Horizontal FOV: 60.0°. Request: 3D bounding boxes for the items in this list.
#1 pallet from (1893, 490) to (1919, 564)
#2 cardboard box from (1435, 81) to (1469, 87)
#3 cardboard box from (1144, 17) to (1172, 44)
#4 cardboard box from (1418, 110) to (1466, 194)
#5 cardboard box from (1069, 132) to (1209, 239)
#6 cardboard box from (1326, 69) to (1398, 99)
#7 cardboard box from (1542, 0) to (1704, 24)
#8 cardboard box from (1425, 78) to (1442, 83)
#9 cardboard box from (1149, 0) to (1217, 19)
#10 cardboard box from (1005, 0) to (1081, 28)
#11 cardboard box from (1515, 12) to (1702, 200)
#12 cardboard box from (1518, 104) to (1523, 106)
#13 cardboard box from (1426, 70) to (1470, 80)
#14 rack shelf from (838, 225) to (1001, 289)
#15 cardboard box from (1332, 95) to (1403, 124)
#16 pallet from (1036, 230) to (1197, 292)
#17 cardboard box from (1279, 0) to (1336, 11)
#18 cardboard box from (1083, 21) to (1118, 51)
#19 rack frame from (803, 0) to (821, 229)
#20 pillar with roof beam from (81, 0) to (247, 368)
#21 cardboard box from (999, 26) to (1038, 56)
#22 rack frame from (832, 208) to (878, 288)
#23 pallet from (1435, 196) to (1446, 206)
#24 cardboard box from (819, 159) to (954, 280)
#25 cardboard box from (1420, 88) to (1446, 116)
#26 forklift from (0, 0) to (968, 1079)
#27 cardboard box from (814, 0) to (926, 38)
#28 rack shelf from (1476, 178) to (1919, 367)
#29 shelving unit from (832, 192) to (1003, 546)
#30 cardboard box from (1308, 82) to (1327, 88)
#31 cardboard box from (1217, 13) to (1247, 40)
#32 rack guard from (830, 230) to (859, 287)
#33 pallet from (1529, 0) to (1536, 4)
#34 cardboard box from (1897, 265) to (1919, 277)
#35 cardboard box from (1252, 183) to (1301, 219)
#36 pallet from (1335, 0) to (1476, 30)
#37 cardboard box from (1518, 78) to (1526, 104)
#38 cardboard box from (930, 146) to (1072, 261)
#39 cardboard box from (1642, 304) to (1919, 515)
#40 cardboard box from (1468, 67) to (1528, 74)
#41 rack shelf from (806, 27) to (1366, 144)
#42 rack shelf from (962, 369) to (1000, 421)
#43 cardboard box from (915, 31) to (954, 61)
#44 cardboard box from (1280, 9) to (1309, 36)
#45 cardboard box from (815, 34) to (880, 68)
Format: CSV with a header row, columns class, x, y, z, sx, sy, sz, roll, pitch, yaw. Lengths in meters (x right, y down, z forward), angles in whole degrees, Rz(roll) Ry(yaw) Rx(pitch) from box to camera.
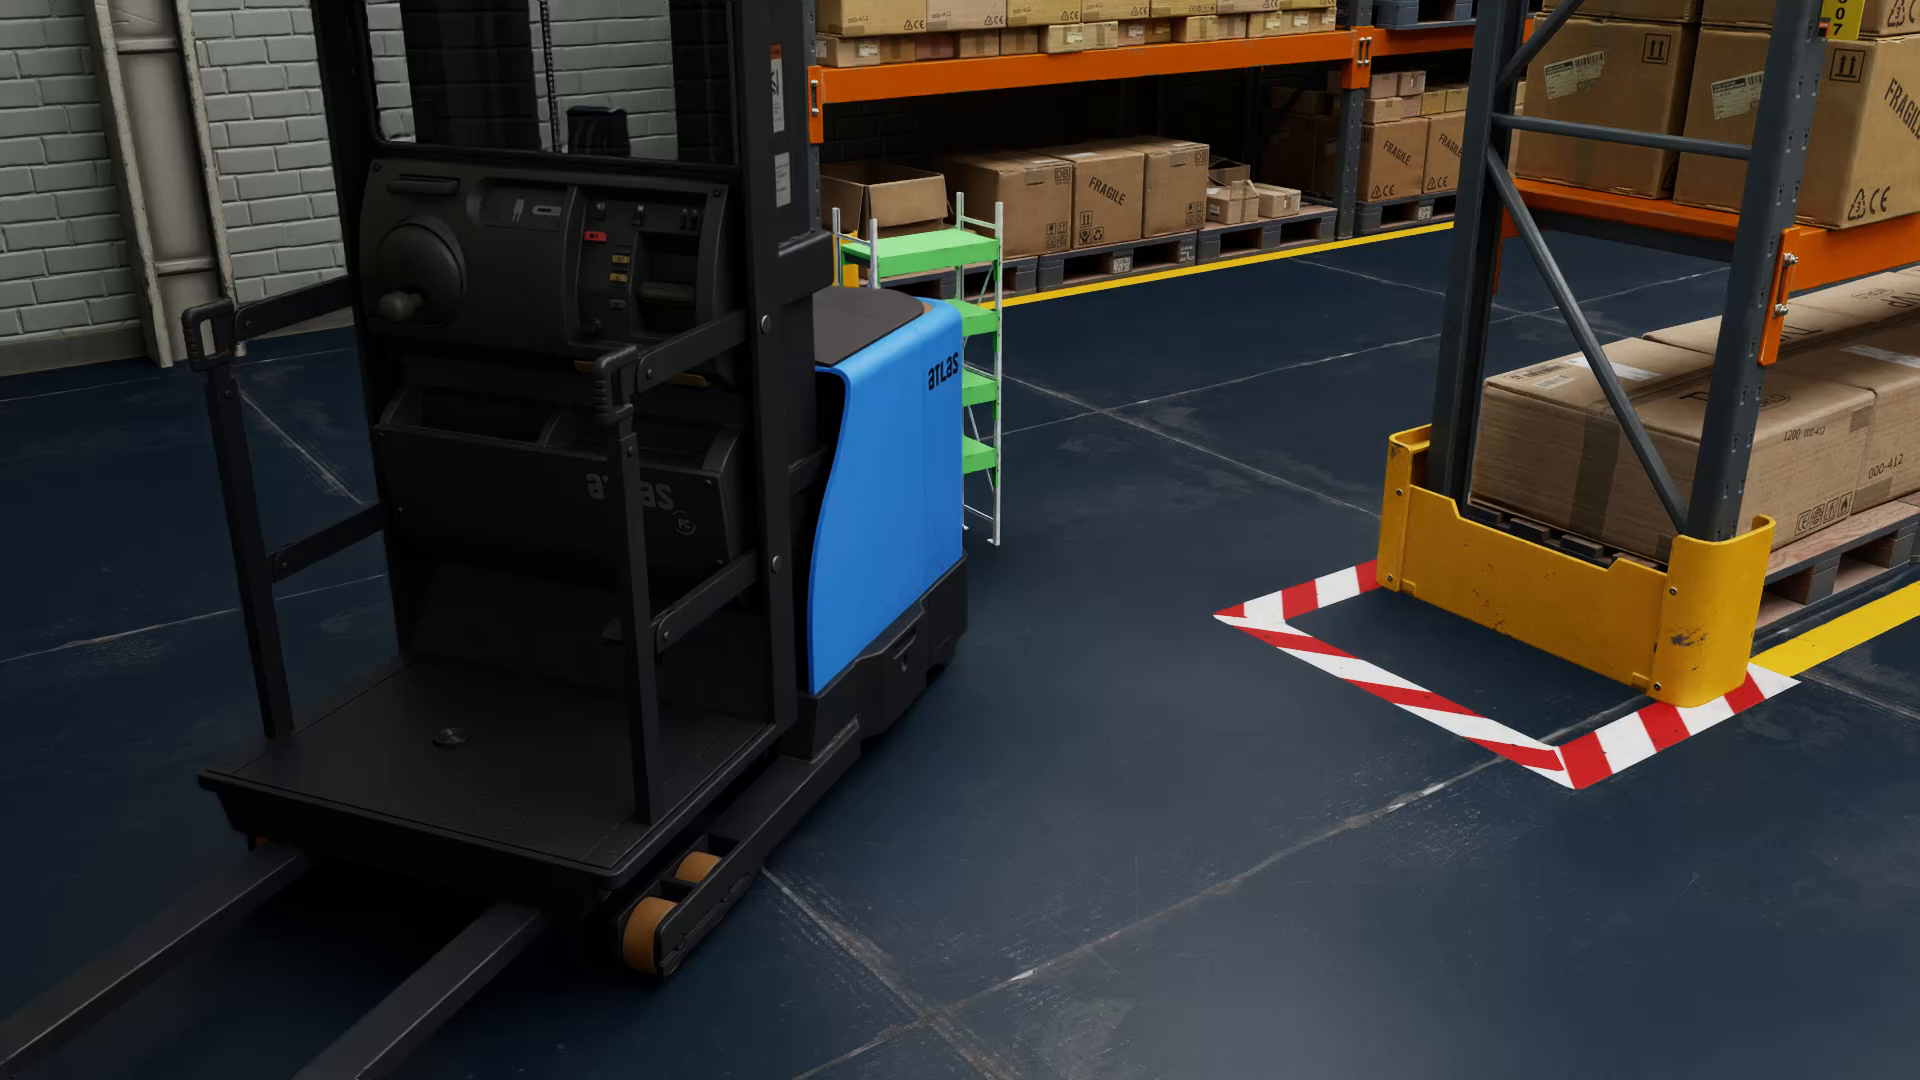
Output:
class,x,y,z,sx,sy,sz,roll,pitch,yaw
pallet,3.454,-0.290,6.339,1.213,0.211,1.003,-15,26,-33
cardboard box,3.473,-3.066,11.463,0.250,0.149,0.380,-15,26,-33
cardboard box,1.005,-2.962,9.611,0.250,0.149,0.380,-14,26,-32
cardboard box,3.157,-2.674,11.356,0.500,0.500,0.500,-15,26,-34
cardboard box,1.070,-2.155,10.055,0.500,0.500,0.700,-16,27,-35
cardboard box,2.617,-2.974,10.831,0.250,0.149,0.380,-15,26,-34
cardboard box,2.114,-1.813,4.909,0.500,0.500,0.500,-14,26,-31
cardboard box,3.187,-3.207,11.816,0.250,0.149,0.380,-14,26,-31
cardboard box,1.125,-3.153,9.551,0.500,0.250,0.500,-15,26,-33
cardboard box,0.304,-2.924,8.979,0.500,0.250,0.500,-16,26,-34
cardboard box,2.098,-1.357,5.114,0.500,0.500,0.500,-15,26,-33
cardboard box,3.989,-2.891,11.900,0.500,0.500,0.500,-16,27,-35
cardboard box,3.585,-3.325,12.112,0.250,0.149,0.380,-16,27,-35
rack shelf,-0.134,-0.908,5.430,0.480,0.148,0.258,-15,26,-33
cardboard box,2.653,-2.818,10.841,0.250,0.149,0.380,-14,25,-30
pallet,0.657,-1.775,10.061,1.213,0.211,1.003,-15,26,-33
cardboard box,1.935,-3.369,10.094,0.500,0.250,0.500,-14,26,-32
cardboard box,0.663,-2.818,9.249,0.250,0.149,0.380,-14,26,-32
rack frame,-1.041,-2.619,8.412,0.127,3.000,1.000,-15,26,-33
pillar with roof beam,-1.242,-3.798,3.271,0.400,9.000,9.100,-15,26,-33
cardboard box,0.212,-2.722,9.011,0.250,0.149,0.380,-14,26,-32
rack frame,-0.332,-0.469,5.452,0.015,1.200,0.240,-15,26,-33
pallet,3.836,-2.642,12.234,1.213,0.211,1.003,-15,26,-33
cardboard box,-0.489,-1.758,9.057,0.637,0.503,0.797,-16,27,-35
cardboard box,3.034,-2.960,11.197,0.250,0.149,0.380,-17,27,-36
forklift,-1.002,-0.605,3.459,1.130,2.935,3.031,9,23,20
cardboard box,-0.515,-2.704,8.427,0.500,0.250,0.500,-15,26,-33
rack shelf,3.485,-1.225,5.890,4.000,0.370,1.077,-15,26,-33
shelving unit,-0.134,-0.521,5.584,0.503,1.200,0.258,-15,26,-33
cardboard box,2.547,-3.045,11.411,0.250,0.149,0.380,-15,26,-33
cardboard box,1.471,-3.048,9.826,0.250,0.149,0.380,-14,26,-31
rack guard,-0.979,-1.474,8.916,0.348,0.500,1.175,-15,26,-33
pallet,4.944,-4.093,12.366,1.003,0.211,1.213,-15,26,-33
cardboard box,4.536,-0.894,6.979,0.875,0.438,0.875,-15,26,-34
cardboard box,1.926,-2.147,10.508,0.250,0.149,0.380,-16,27,-34
pallet,2.919,-3.536,10.968,1.213,0.211,1.003,-15,26,-33
cardboard box,3.878,-3.186,11.765,0.250,0.149,0.380,-15,26,-33
cardboard box,0.228,-1.930,9.492,0.500,0.500,0.700,-14,26,-31
cardboard box,3.077,-0.505,6.005,0.875,0.438,0.875,-14,26,-31
cardboard box,4.003,-3.437,12.394,0.250,0.149,0.380,-16,27,-34
rack shelf,0.583,-2.718,9.630,4.000,0.370,1.077,-15,26,-33
rack shelf,-0.134,-0.462,5.608,0.480,0.148,0.258,-15,26,-33
cardboard box,-0.241,-2.627,8.771,0.250,0.149,0.380,-15,26,-34
cardboard box,1.896,-3.160,10.107,0.250,0.149,0.380,-14,26,-31
cardboard box,-0.614,-2.491,8.430,0.250,0.149,0.380,-15,26,-33
